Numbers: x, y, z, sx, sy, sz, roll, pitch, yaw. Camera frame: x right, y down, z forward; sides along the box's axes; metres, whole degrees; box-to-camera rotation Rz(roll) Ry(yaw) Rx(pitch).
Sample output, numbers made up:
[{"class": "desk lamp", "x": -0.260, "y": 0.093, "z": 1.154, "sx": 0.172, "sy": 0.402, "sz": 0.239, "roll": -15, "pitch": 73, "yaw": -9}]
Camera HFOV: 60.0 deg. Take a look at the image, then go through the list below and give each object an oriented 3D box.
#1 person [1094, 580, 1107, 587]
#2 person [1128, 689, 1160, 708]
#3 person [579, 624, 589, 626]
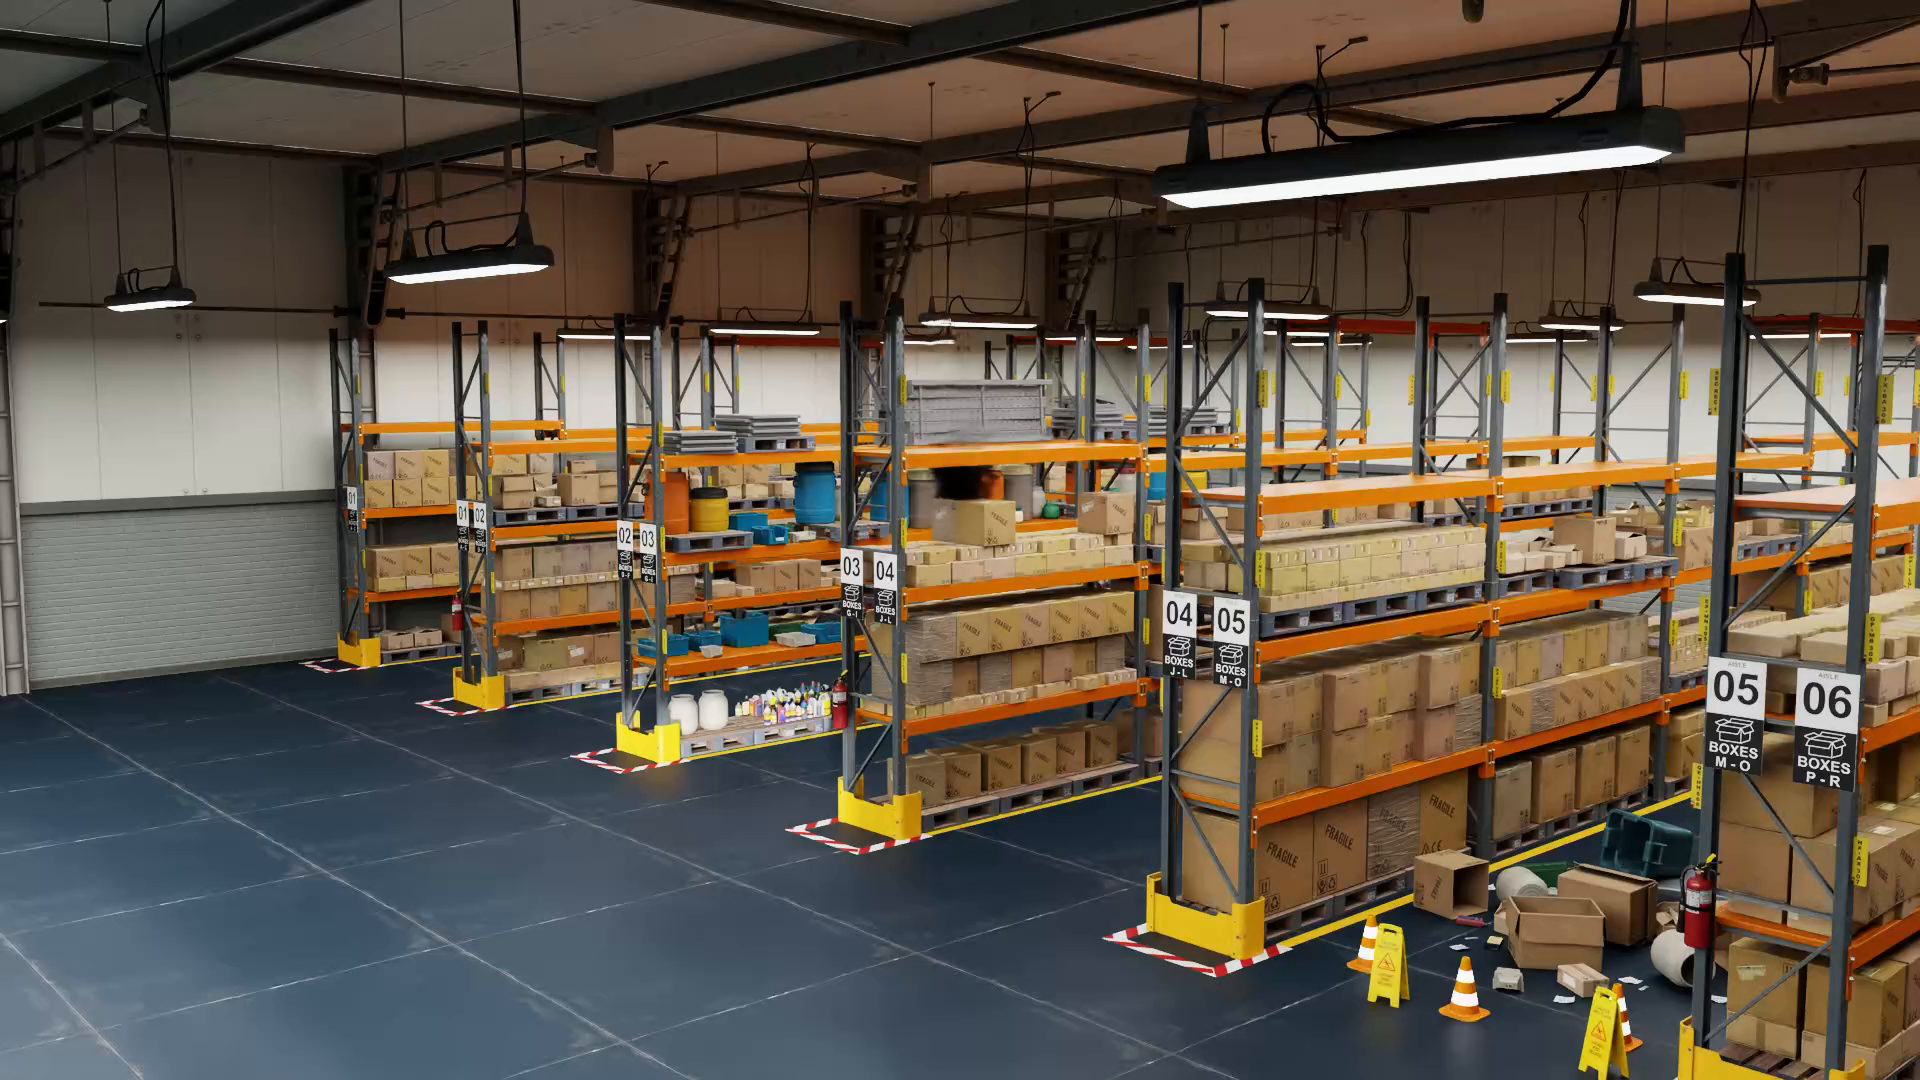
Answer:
[{"class": "person", "x": 2.832, "y": 1.067, "z": 32.837, "sx": 0.658, "sy": 1.726, "sz": 0.578, "roll": 4, "pitch": 7, "yaw": 38}, {"class": "person", "x": 2.826, "y": 1.898, "z": 24.913, "sx": 0.584, "sy": 1.701, "sz": 0.749, "roll": 5, "pitch": 7, "yaw": 40}, {"class": "person", "x": -6.685, "y": 1.392, "z": 29.259, "sx": 0.909, "sy": 1.813, "sz": 0.608, "roll": -5, "pitch": 8, "yaw": -42}]
